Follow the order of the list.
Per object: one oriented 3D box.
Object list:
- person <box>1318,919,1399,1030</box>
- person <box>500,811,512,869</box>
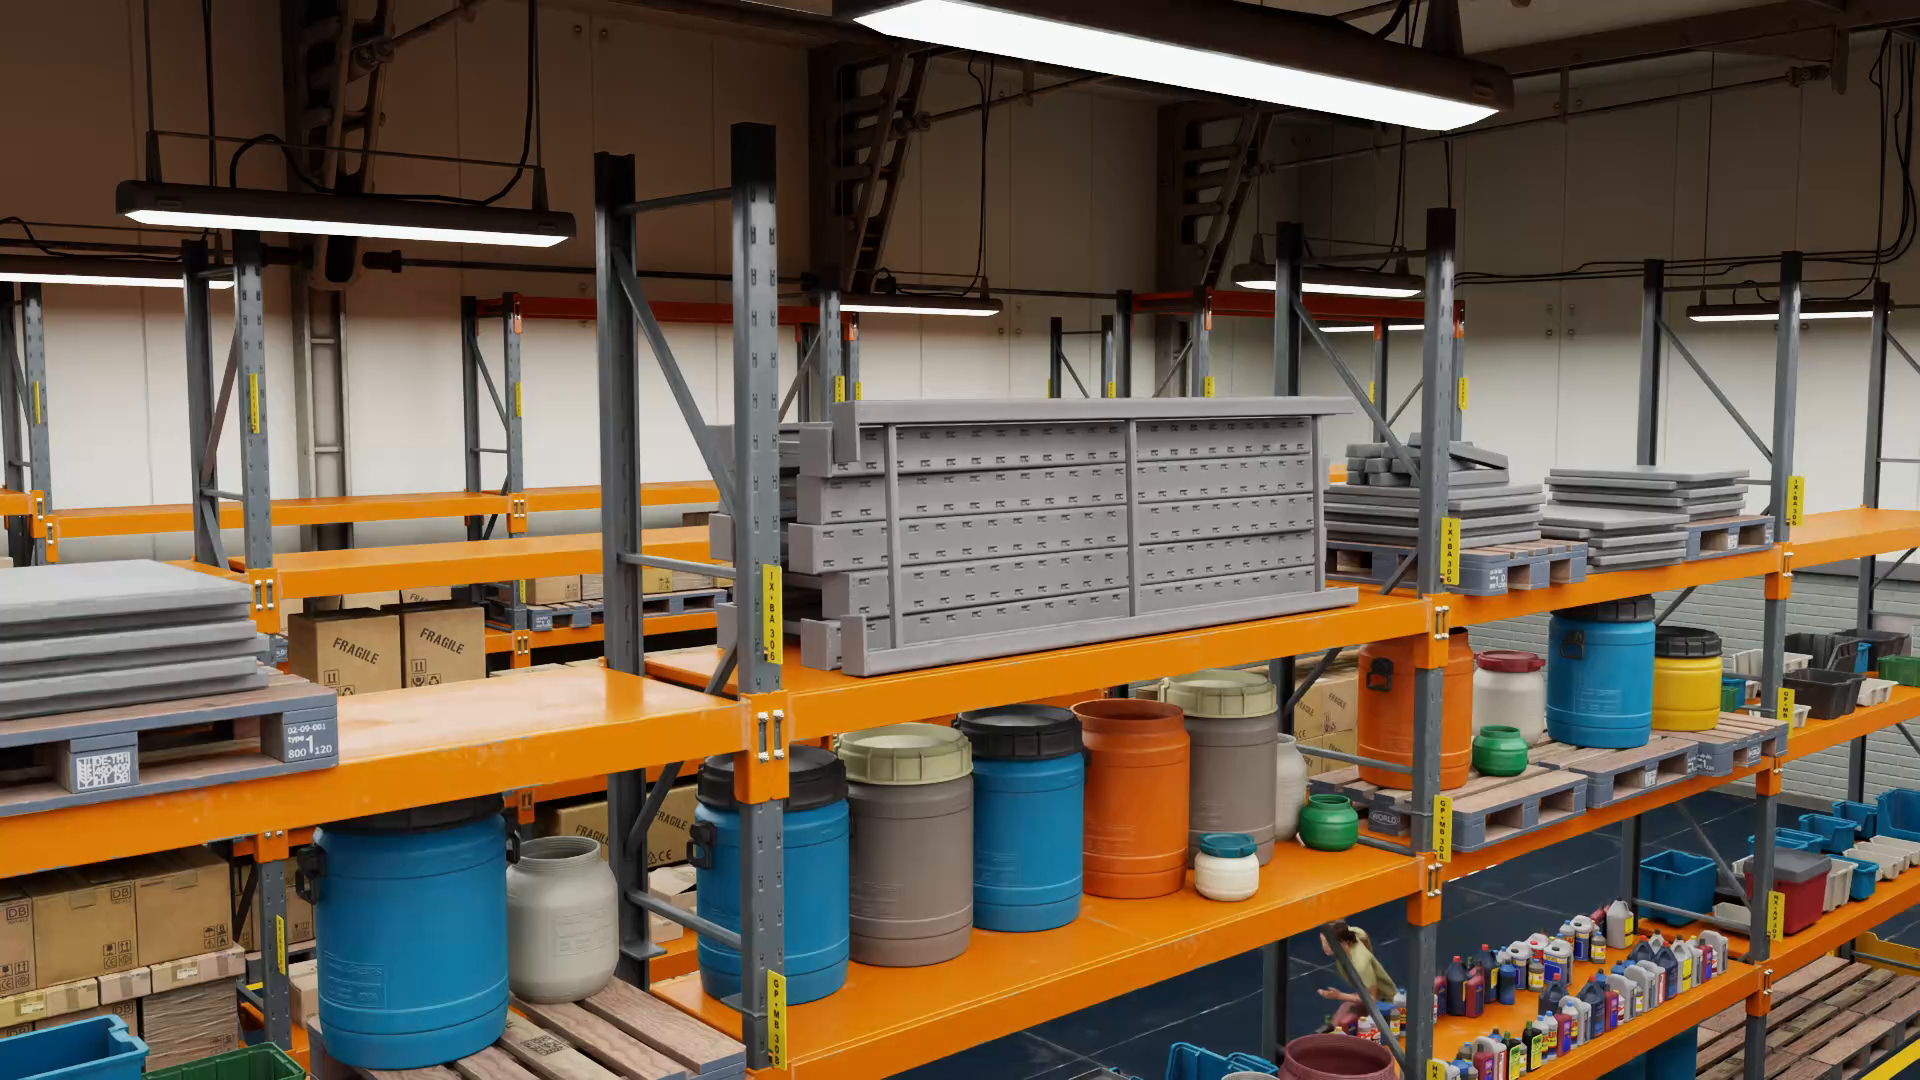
[{"bbox_3d":[2.991,3.347,11.814,1.090,1.469,0.569,-2,6,-21],"label":"person"},{"bbox_3d":[-3.902,3.000,13.988,0.782,1.664,0.650,-5,7,-42],"label":"person"}]
